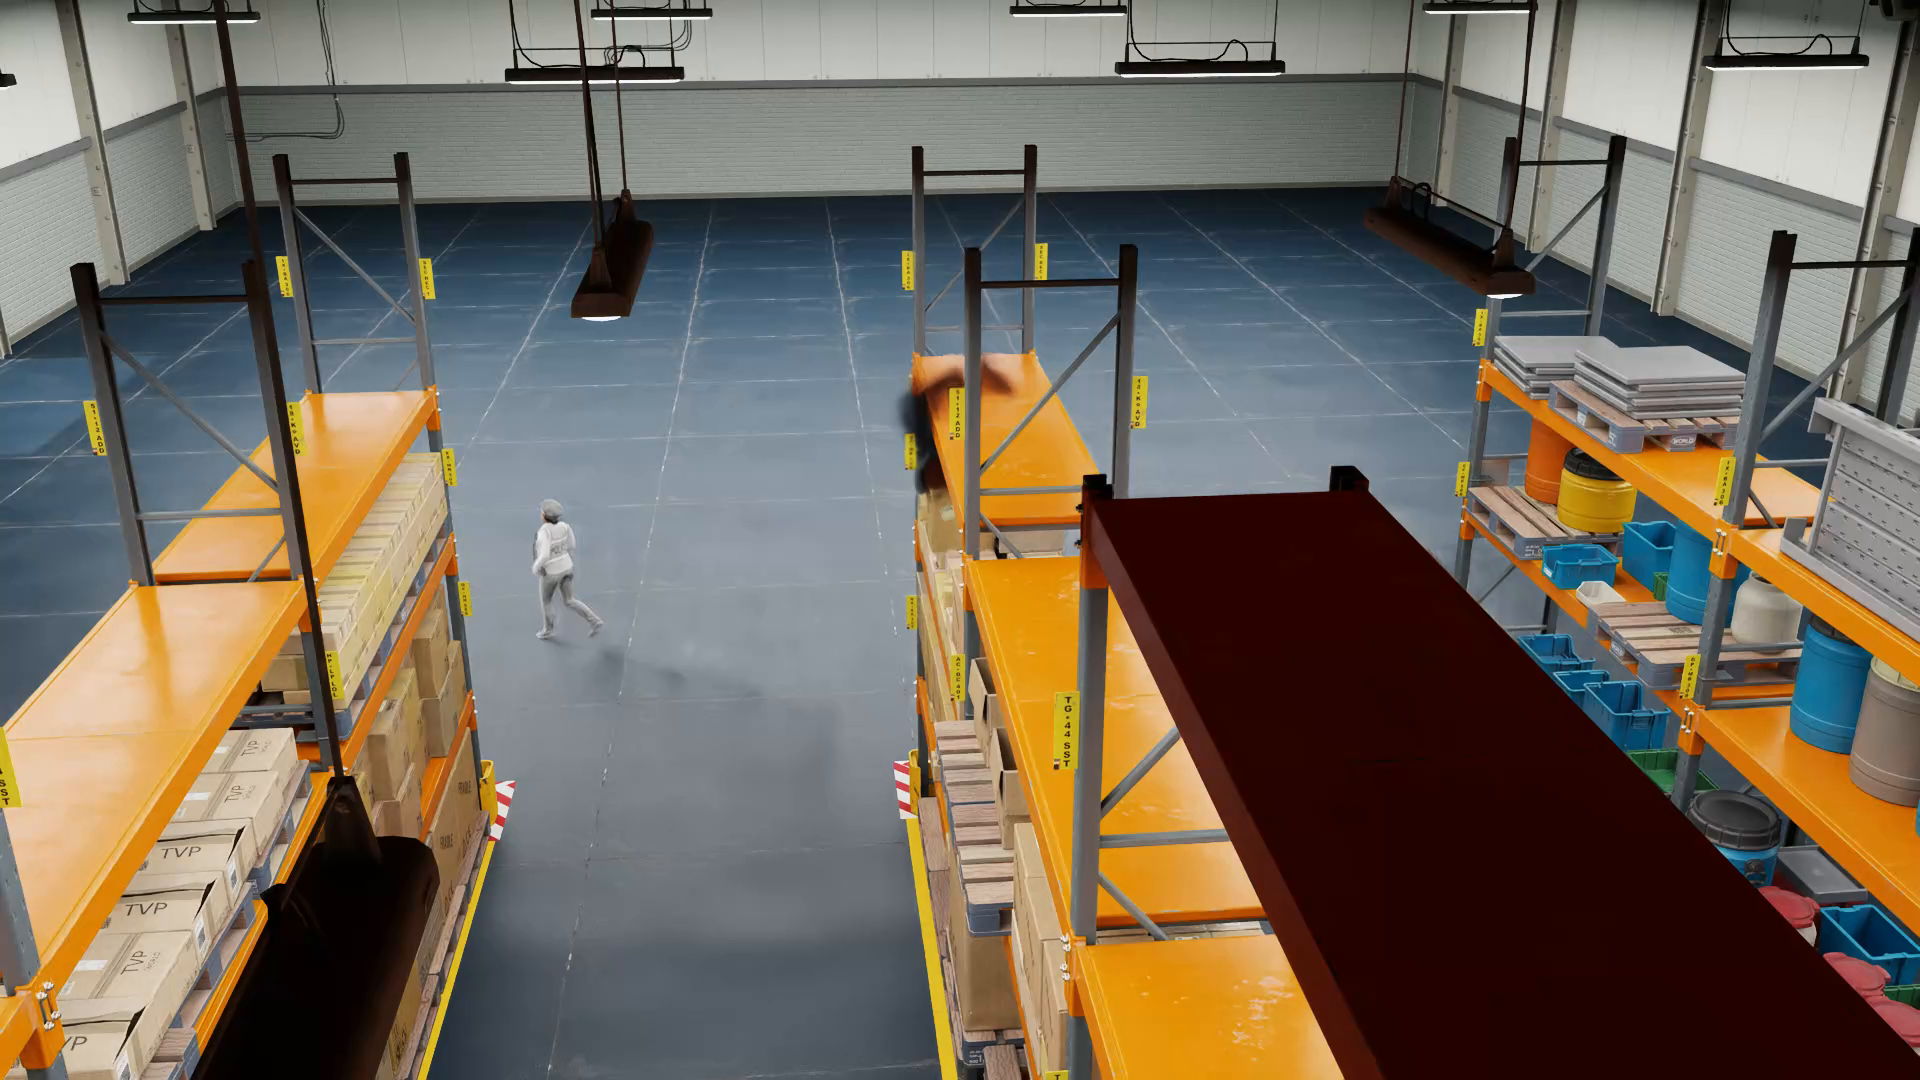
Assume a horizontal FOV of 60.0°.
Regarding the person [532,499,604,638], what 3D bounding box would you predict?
[{"bbox_3d":[-4.433,0.380,18.406,0.914,1.707,0.624,14,26,32],"label":"person"}]
